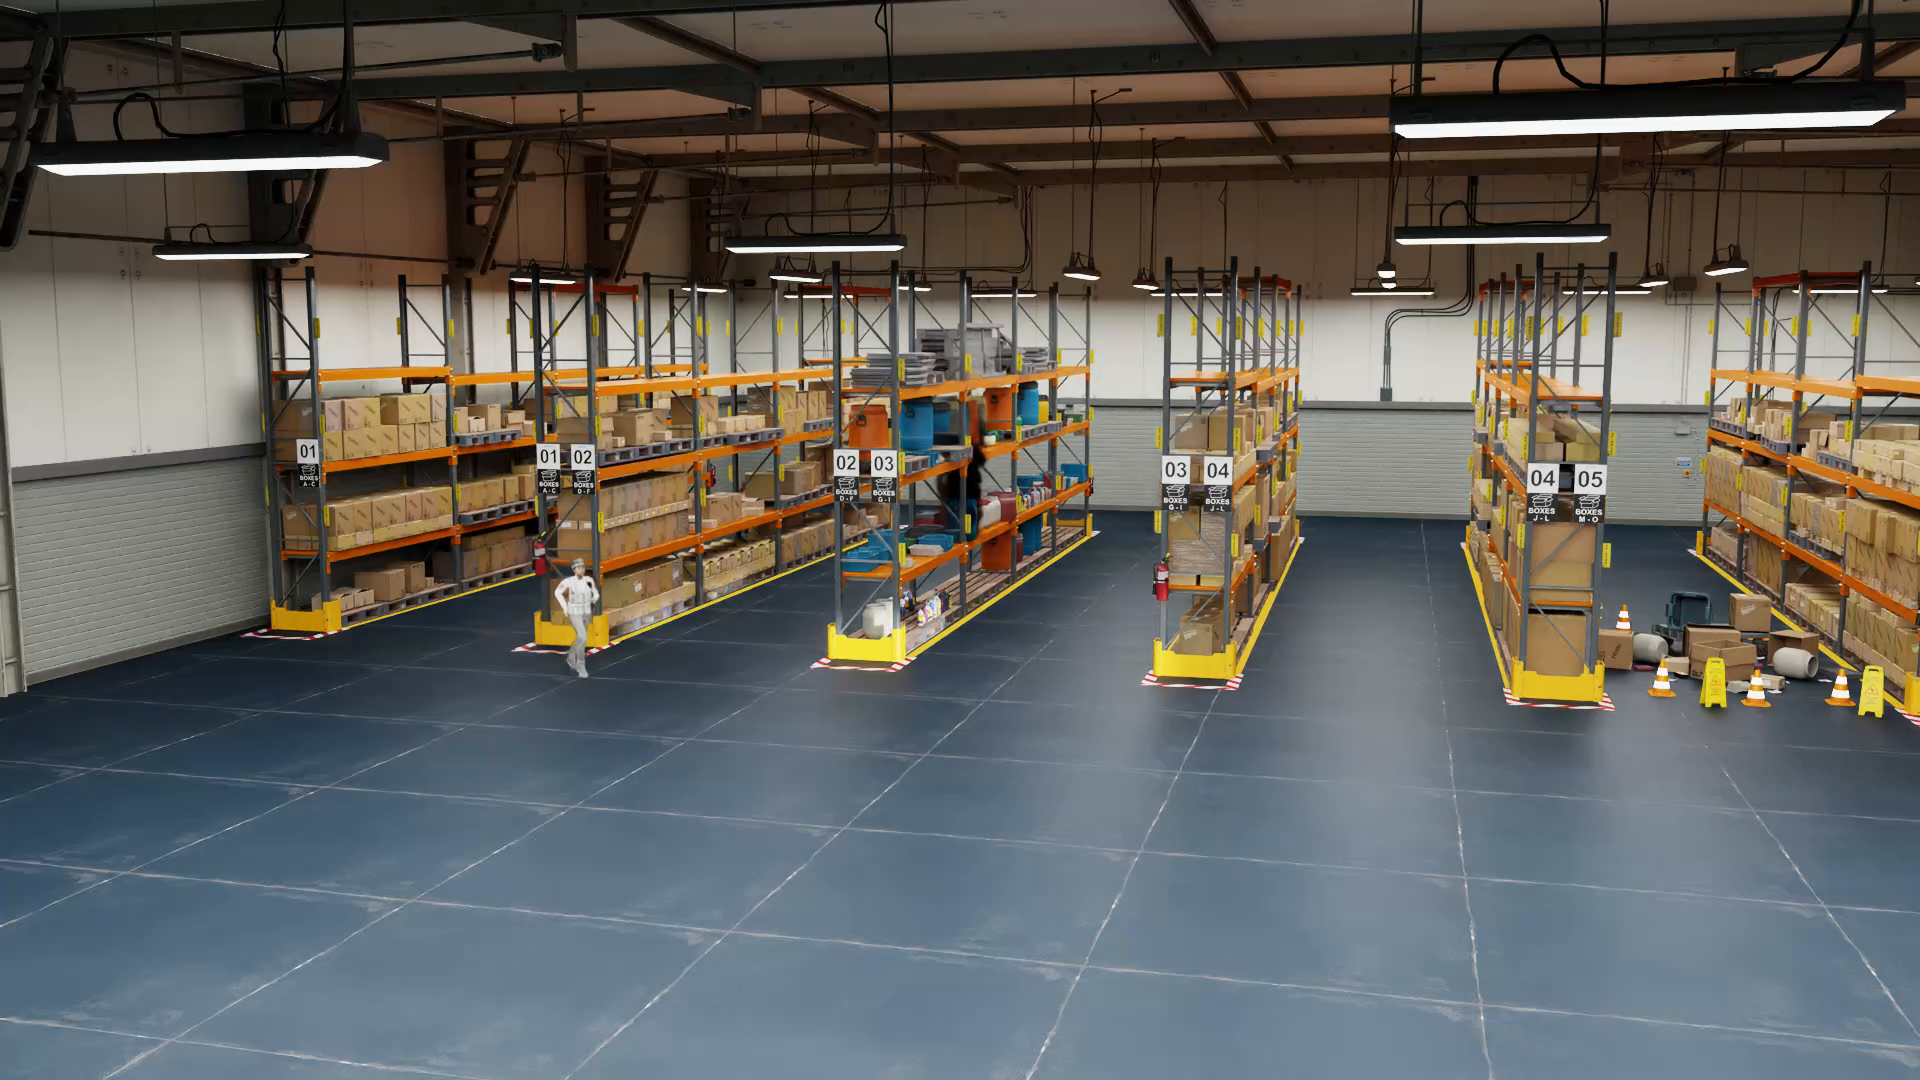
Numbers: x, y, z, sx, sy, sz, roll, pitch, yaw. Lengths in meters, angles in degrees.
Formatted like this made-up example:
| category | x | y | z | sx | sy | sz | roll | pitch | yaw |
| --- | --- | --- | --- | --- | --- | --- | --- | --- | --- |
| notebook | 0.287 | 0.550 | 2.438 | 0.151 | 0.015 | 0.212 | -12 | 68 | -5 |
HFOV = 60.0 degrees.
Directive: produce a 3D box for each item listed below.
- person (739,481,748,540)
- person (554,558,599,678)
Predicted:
| category | x | y | z | sx | sy | sz | roll | pitch | yaw |
| --- | --- | --- | --- | --- | --- | --- | --- | --- | --- |
| person | -4.864 | -0.523 | 37.245 | 0.539 | 1.613 | 0.871 | 1 | 7 | 11 |
| person | -5.527 | 1.114 | 24.172 | 0.596 | 1.754 | 0.716 | -7 | 10 | -43 |
